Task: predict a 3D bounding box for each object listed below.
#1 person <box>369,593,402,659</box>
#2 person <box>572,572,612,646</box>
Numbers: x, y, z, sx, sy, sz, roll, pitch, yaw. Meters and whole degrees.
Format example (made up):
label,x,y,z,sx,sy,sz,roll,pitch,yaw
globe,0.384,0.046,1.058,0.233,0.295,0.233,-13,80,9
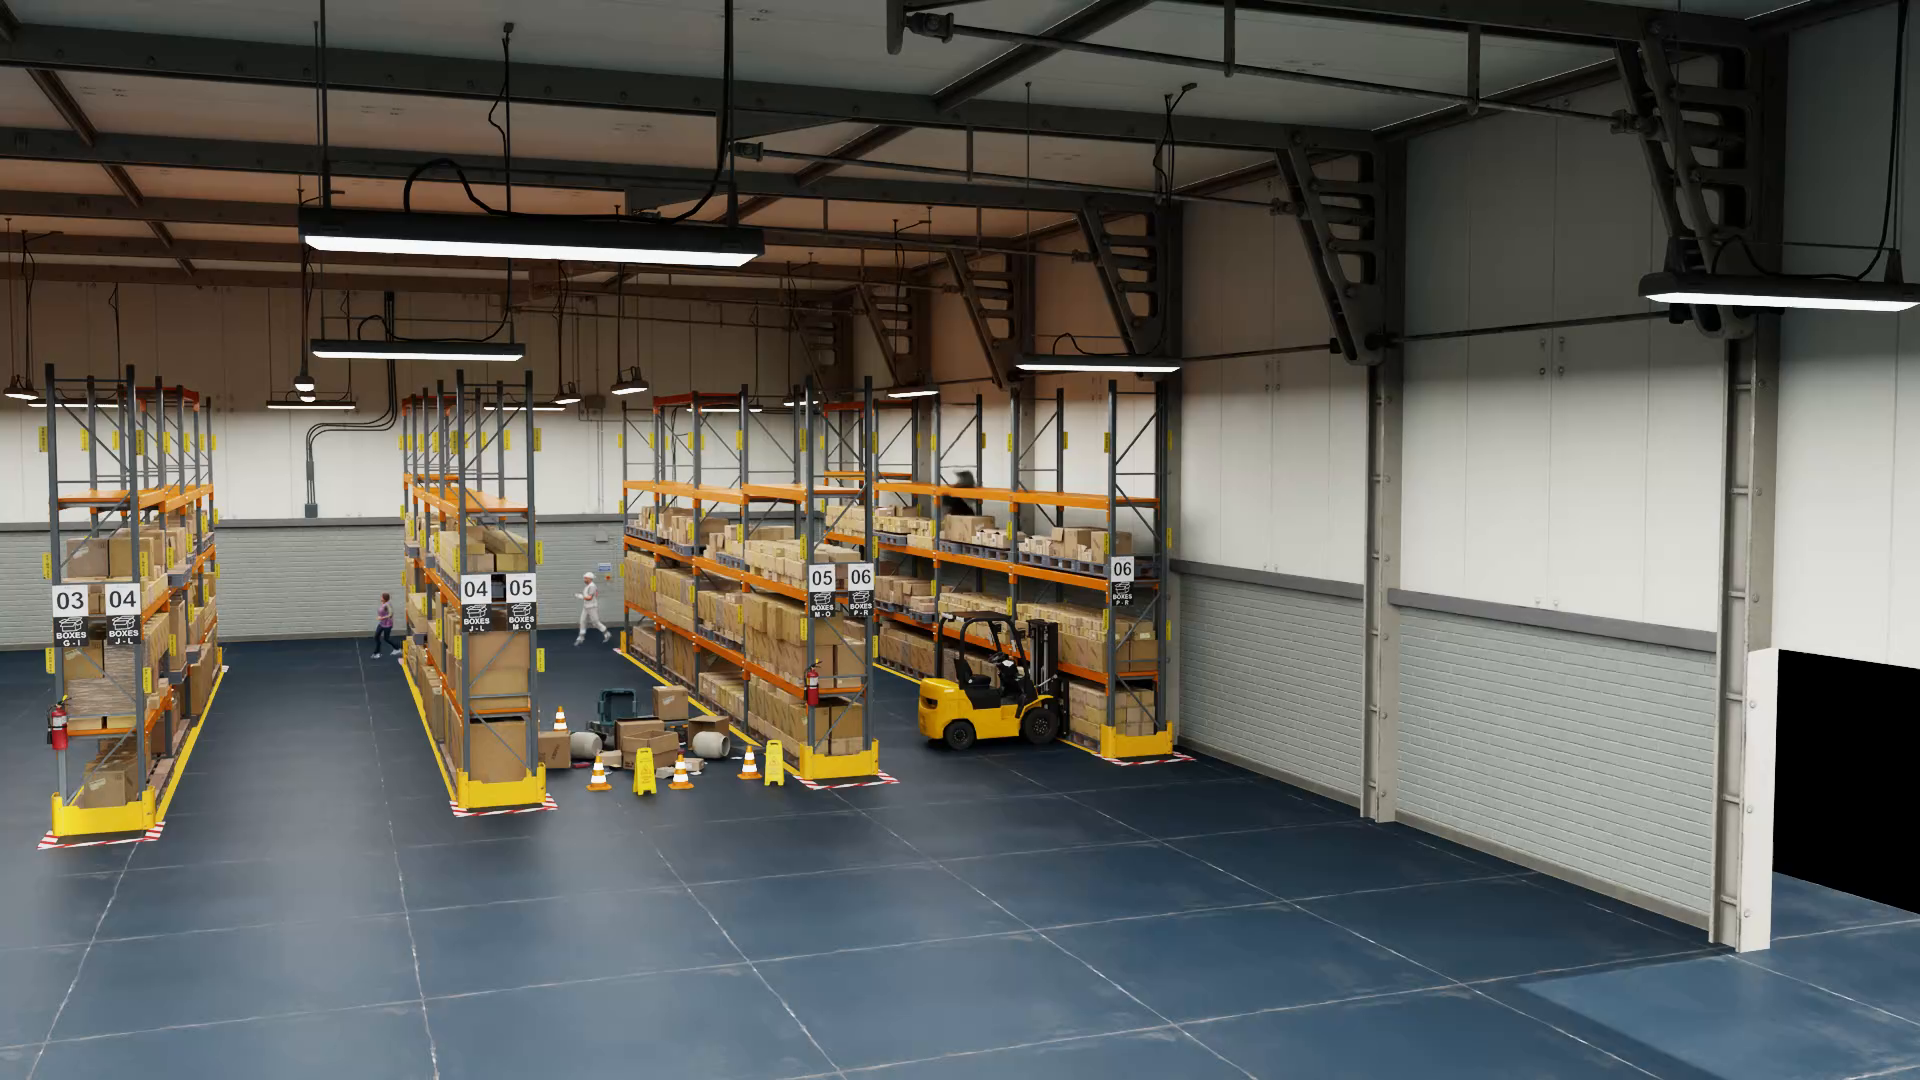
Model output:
label,x,y,z,sx,sy,sz,roll,pitch,yaw
person,-13.275,2.007,38.632,0.737,1.576,0.646,-3,4,-42
person,-9.059,1.685,40.867,0.983,1.790,0.660,-2,4,-29
